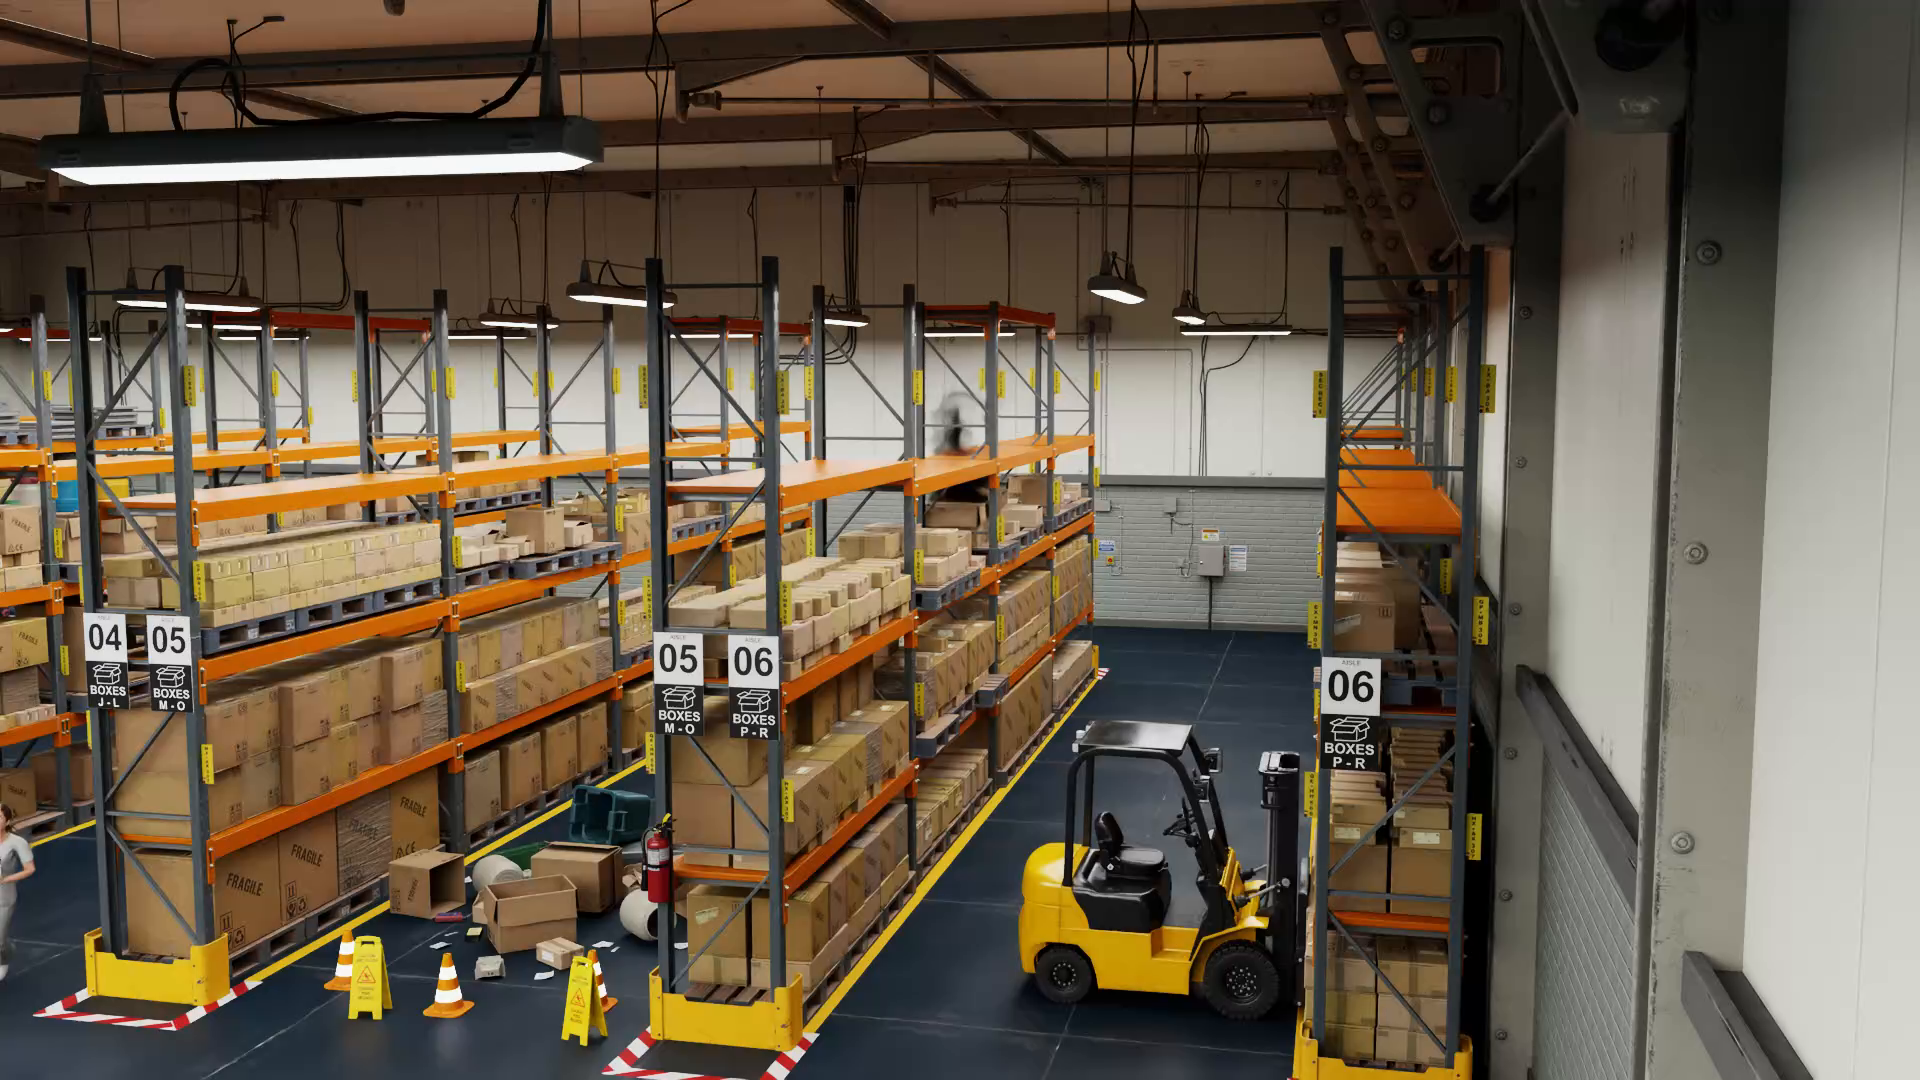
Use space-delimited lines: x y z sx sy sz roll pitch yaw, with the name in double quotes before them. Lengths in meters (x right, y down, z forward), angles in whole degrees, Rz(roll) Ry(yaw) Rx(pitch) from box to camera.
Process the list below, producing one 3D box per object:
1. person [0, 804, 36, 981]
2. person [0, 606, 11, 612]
"person" -7.916 2.980 13.718 0.596 1.668 0.868 -1 6 -8
"person" -16.490 1.456 28.296 0.687 1.729 0.935 1 6 8
